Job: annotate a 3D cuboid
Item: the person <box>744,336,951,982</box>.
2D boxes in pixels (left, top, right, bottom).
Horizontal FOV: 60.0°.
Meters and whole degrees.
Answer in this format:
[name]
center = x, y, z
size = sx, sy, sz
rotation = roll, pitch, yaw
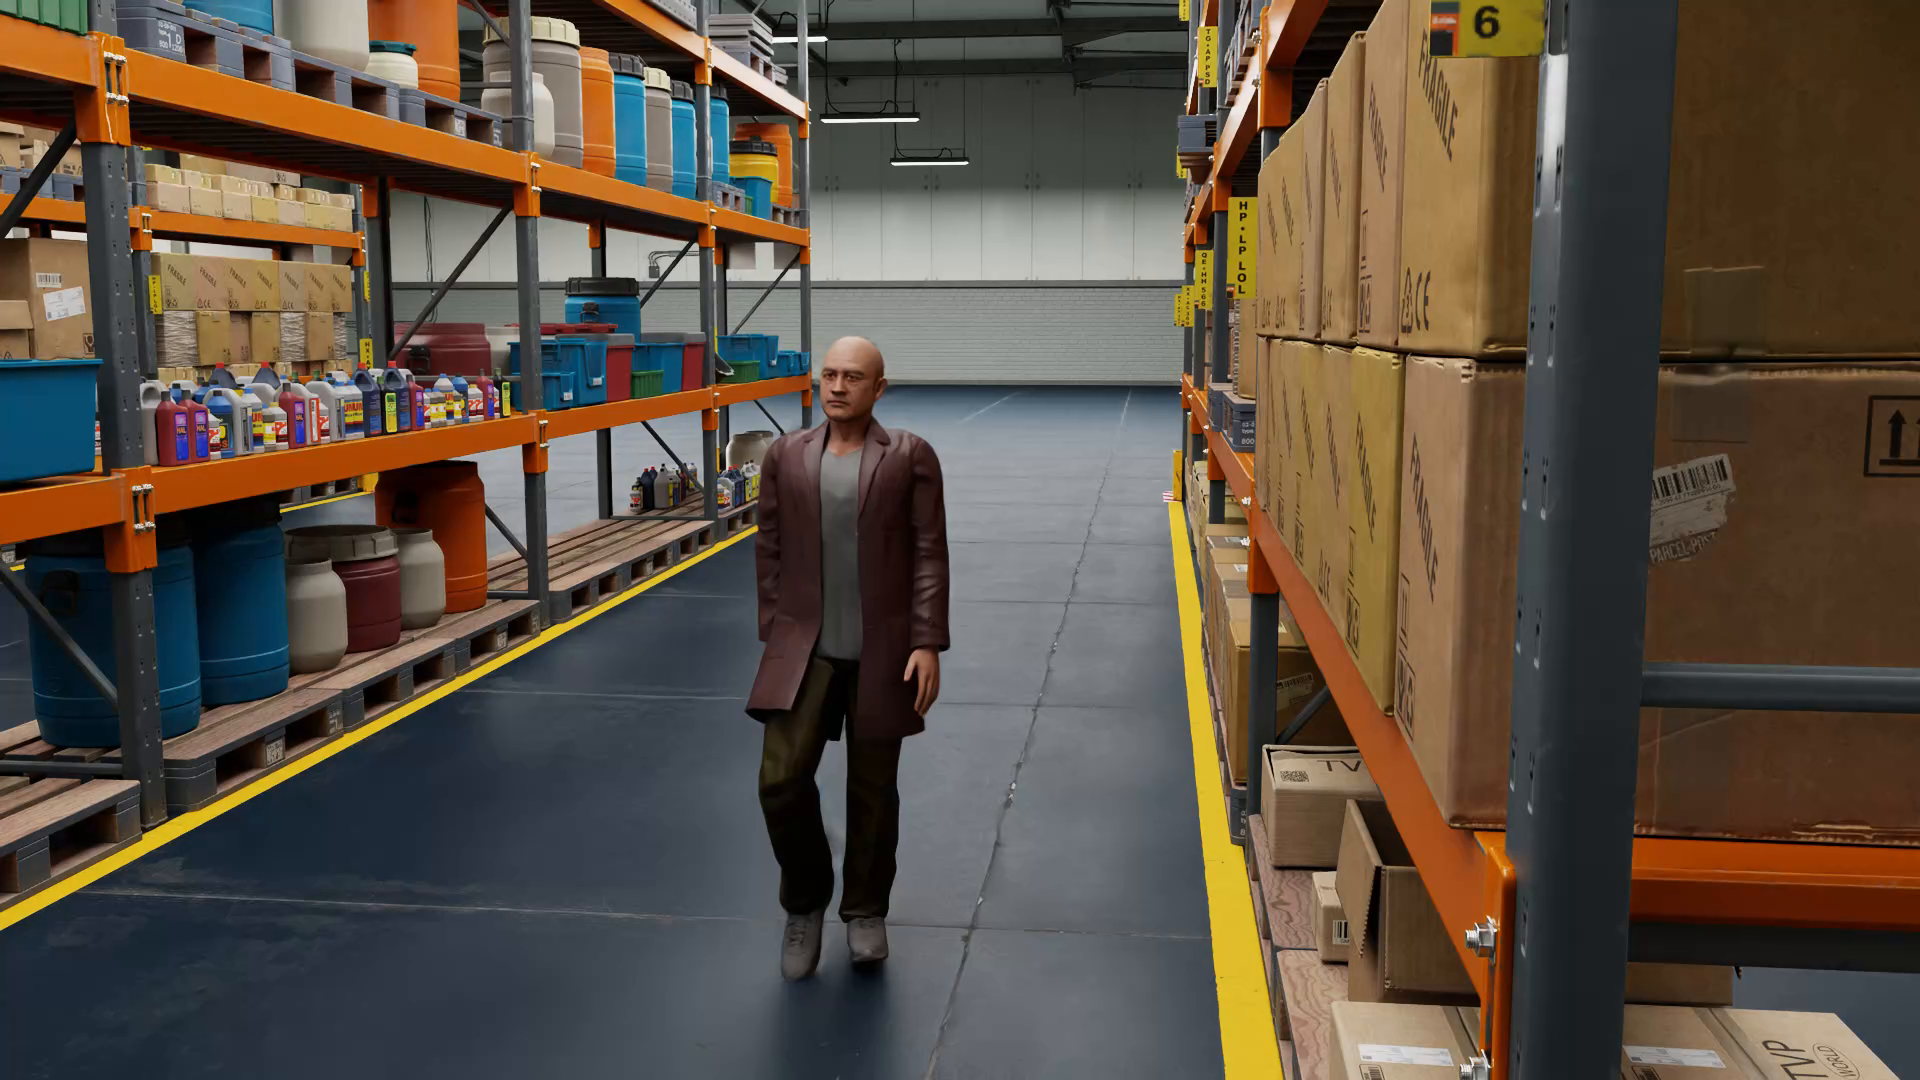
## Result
[person]
center = -0.314, 0.344, 4.687
size = 0.581, 1.822, 0.500
rotation = 0, 7, 3
